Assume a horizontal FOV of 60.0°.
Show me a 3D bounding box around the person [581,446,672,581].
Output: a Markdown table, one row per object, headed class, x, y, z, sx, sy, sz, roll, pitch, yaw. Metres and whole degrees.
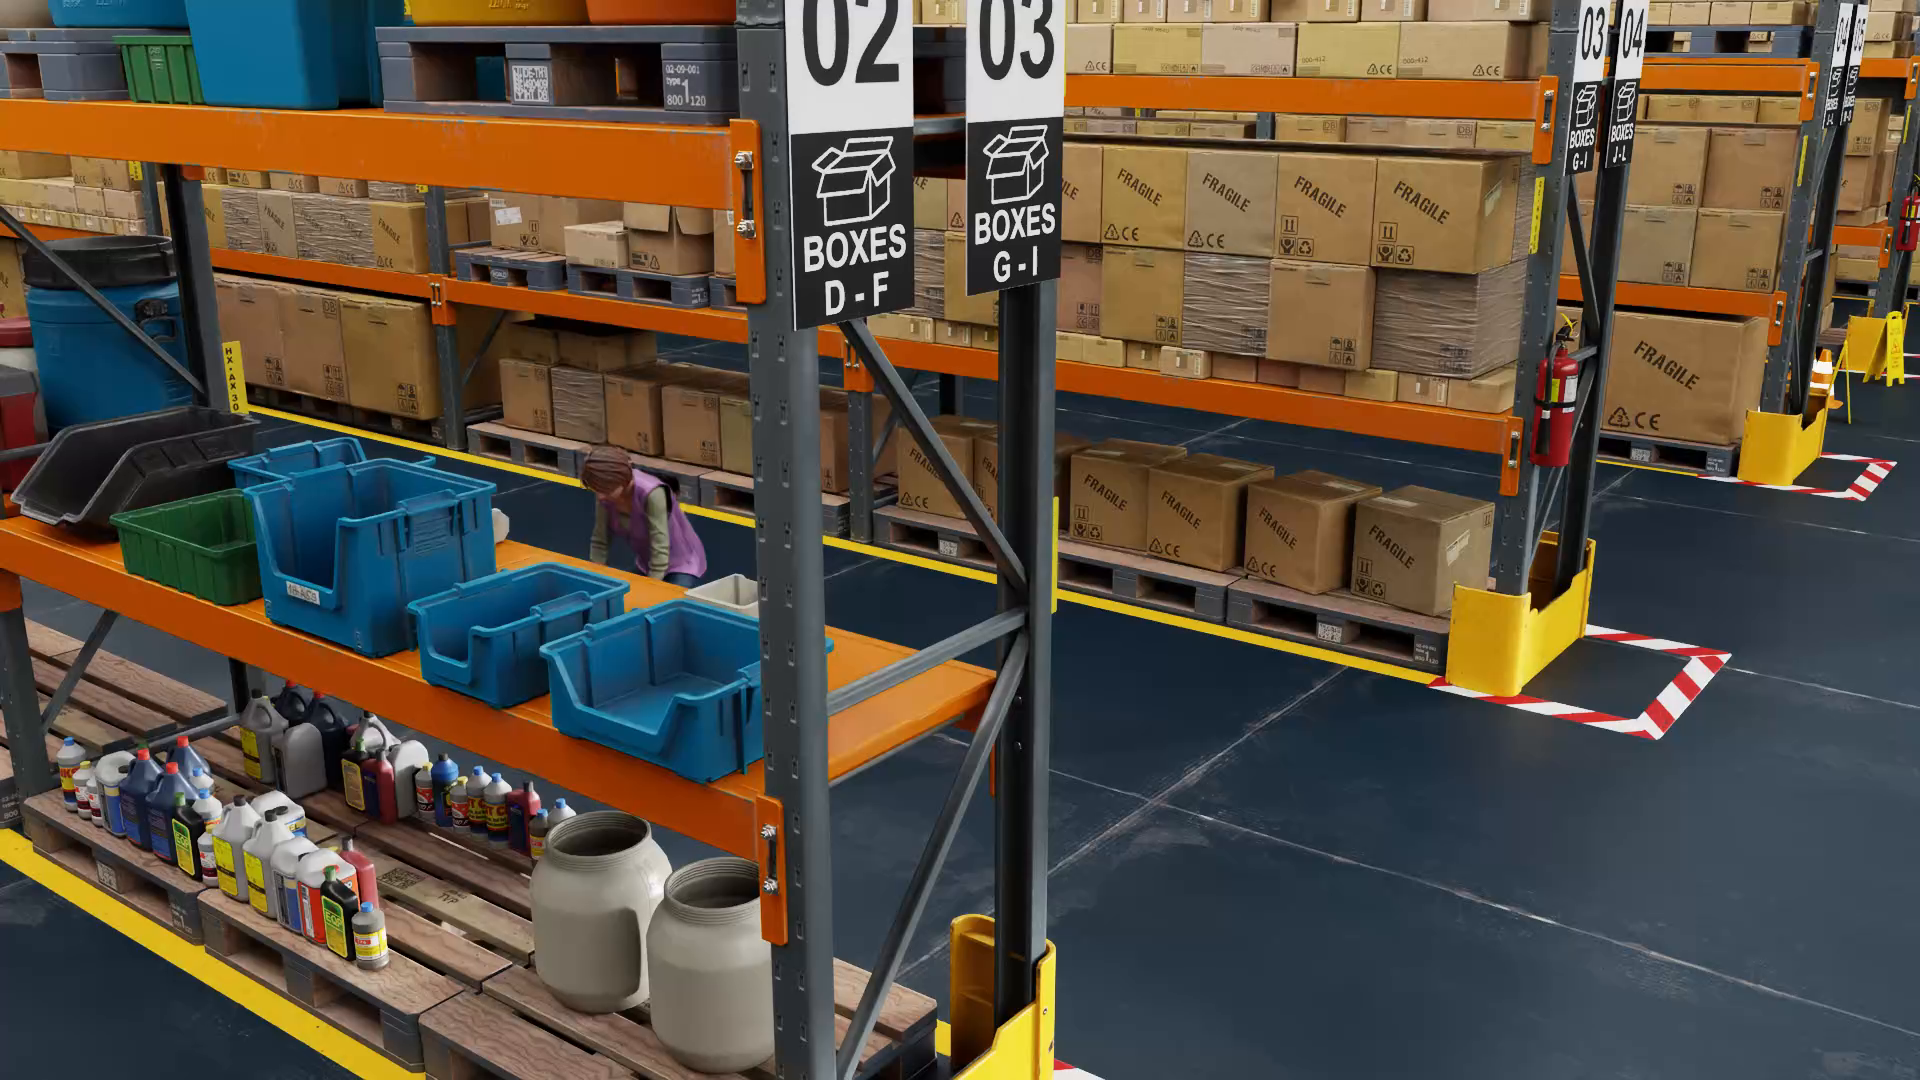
| class | x | y | z | sx | sy | sz | roll | pitch | yaw |
| --- | --- | --- | --- | --- | --- | --- | --- | --- | --- |
| person | -1.395 | 0.192 | 7.409 | 0.462 | 1.325 | 0.626 | 12 | 21 | 35 |
